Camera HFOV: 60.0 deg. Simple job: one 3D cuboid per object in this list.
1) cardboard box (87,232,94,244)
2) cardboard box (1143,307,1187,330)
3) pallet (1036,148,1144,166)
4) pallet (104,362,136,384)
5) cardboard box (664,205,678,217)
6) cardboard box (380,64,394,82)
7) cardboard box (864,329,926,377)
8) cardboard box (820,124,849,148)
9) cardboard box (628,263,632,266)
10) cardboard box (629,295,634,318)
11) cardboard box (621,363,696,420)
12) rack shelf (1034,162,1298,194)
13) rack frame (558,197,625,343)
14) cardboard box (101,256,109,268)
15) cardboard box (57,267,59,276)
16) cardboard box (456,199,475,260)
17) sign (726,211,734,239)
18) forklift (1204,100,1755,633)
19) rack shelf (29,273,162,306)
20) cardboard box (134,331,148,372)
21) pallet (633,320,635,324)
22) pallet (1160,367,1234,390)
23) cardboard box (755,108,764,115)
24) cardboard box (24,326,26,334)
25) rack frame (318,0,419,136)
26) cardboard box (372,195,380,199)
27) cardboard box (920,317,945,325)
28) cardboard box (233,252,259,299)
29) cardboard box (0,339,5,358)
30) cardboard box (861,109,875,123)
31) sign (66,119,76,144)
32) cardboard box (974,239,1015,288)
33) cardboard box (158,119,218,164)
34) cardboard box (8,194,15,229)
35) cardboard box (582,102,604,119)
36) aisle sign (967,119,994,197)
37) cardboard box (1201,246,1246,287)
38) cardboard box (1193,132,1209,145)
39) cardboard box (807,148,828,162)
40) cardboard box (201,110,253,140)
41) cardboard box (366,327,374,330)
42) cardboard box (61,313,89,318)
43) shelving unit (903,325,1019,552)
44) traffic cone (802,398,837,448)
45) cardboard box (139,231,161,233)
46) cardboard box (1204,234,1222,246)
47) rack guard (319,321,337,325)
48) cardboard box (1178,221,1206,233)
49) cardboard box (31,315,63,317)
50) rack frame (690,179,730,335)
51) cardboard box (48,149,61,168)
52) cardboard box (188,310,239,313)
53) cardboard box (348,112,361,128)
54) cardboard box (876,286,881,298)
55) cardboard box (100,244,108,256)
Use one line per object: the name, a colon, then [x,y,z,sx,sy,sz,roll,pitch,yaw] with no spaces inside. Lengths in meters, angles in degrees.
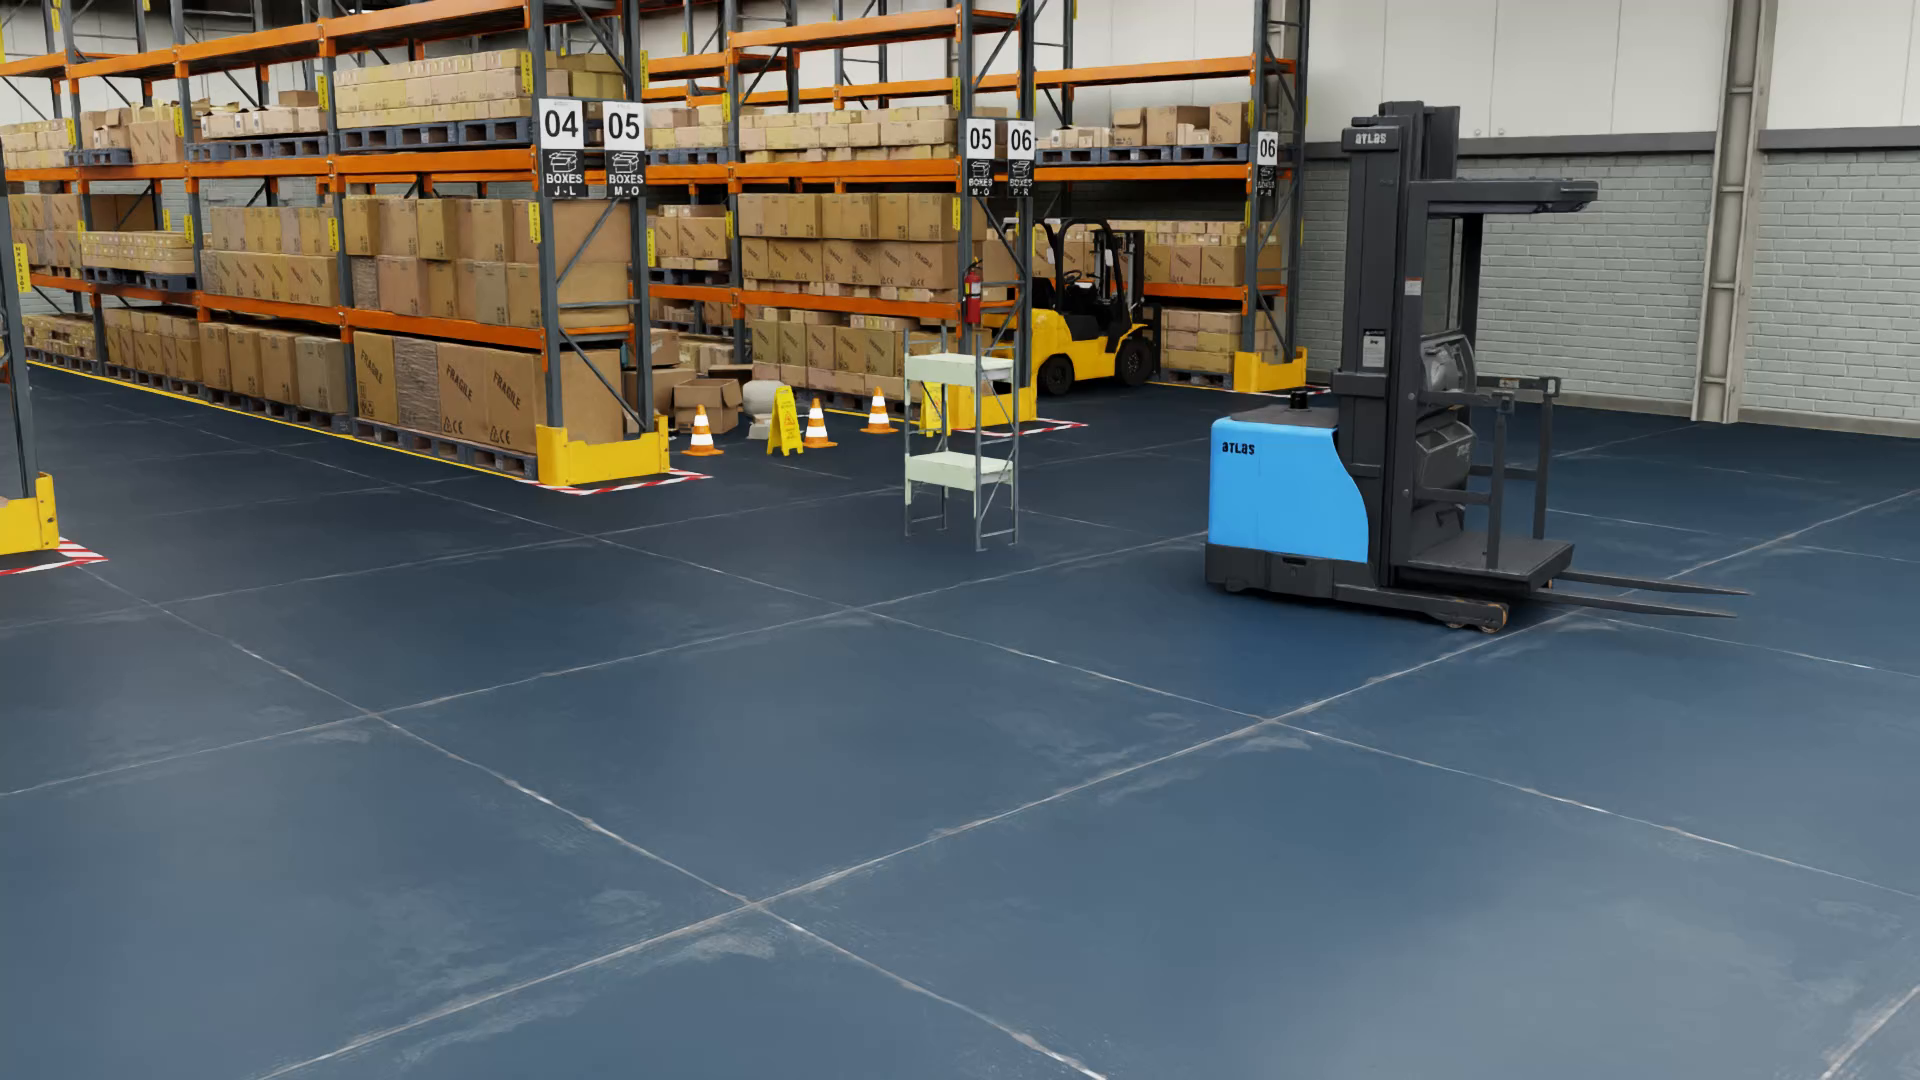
cardboard box: [-11.280,-3.992,21.959,0.380,0.149,0.250,-10,16,-41]
cardboard box: [2.712,-2.943,22.057,0.500,0.250,0.500,-11,16,-42]
pallet: [1.814,-5.313,23.052,1.003,0.211,1.213,-11,16,-43]
pallet: [-10.878,-2.300,22.551,1.003,0.211,1.213,-11,16,-43]
cardboard box: [-3.555,-4.205,21.257,0.250,0.149,0.380,11,16,43]
cardboard box: [-5.181,-4.354,15.534,0.380,0.149,0.250,-11,16,-42]
cardboard box: [-0.724,-2.115,18.657,0.500,0.500,0.500,-10,15,-40]
cardboard box: [-1.226,-4.533,18.679,0.500,0.250,0.500,-11,16,-42]
cardboard box: [-4.329,-3.749,22.258,0.380,0.149,0.250,-10,15,-39]
cardboard box: [-5.872,-4.417,31.072,0.500,0.500,0.500,-11,16,-42]
cardboard box: [-3.315,-1.615,18.166,0.797,0.637,0.503,-11,16,-43]
rack shelf: [2.587,-4.833,22.286,1.077,0.370,4.000,-11,16,-43]
rack frame: [-5.144,-3.900,23.406,1.000,3.000,0.127,-11,16,-43]
cardboard box: [-10.939,-3.627,21.662,0.380,0.149,0.250,-11,16,-42]
cardboard box: [-12.688,-3.856,23.816,0.380,0.149,0.250,-11,16,-43]
cardboard box: [-4.093,-2.858,15.300,0.875,0.550,0.550,-11,16,-43]
sign: [-2.780,-3.805,20.078,0.100,0.325,0.005,-11,16,-43]
forklift: [3.037,-1.034,9.667,3.031,2.935,1.130,8,14,32]
rack shelf: [-12.798,-3.718,24.309,1.077,0.370,4.000,-11,16,-43]
cardboard box: [-10.360,-2.464,21.591,0.500,0.500,0.500,-11,16,-42]
pallet: [-6.477,-4.266,32.097,1.003,0.211,1.213,-11,16,-43]
pallet: [3.410,-2.164,21.894,1.003,0.211,1.213,-11,16,-43]
cardboard box: [-2.847,-5.375,21.224,0.500,0.250,0.500,-11,16,-44]
cardboard box: [-14.003,-3.206,25.324,0.380,0.149,0.250,-10,15,-40]
rack frame: [-5.892,-5.550,16.548,1.000,3.000,0.127,-11,16,-43]
cardboard box: [-9.367,-5.570,27.178,0.380,0.149,0.250,-11,16,-43]
cardboard box: [-0.213,-3.349,25.578,0.625,0.625,0.875,11,16,43]
cardboard box: [-7.838,-2.994,18.760,0.500,0.500,0.500,-11,16,-43]
cardboard box: [-6.811,-1.303,11.425,0.380,0.149,0.250,-11,16,-43]
cardboard box: [-0.869,-4.677,18.394,0.250,0.149,0.380,11,16,44]
sign: [-11.804,-5.425,22.093,0.100,0.325,0.005,-11,16,-43]
cardboard box: [0.254,-3.035,18.222,0.500,0.500,0.500,-11,16,-43]
cardboard box: [-9.232,-4.761,19.906,0.500,0.500,0.500,-11,16,-43]
cardboard box: [-14.061,-4.945,25.015,0.500,0.500,0.500,-11,16,-43]
cardboard box: [-3.134,-3.723,14.449,0.380,0.149,0.250,-11,16,-42]
aisle sign: [0.214,-3.956,17.237,0.394,0.787,0.004,-11,16,-43]
cardboard box: [3.439,-3.509,21.260,0.500,0.500,0.500,-11,16,-44]
cardboard box: [3.177,-5.104,21.151,0.250,0.149,0.380,11,16,44]
cardboard box: [-1.517,-4.382,18.936,0.380,0.149,0.250,-11,16,-44]
cardboard box: [-8.313,-4.739,18.979,0.500,0.311,0.500,-11,16,-42]
cardboard box: [-9.502,-3.803,28.247,0.875,0.438,0.875,-10,16,-41]
cardboard box: [-13.498,-3.377,25.418,0.380,0.149,0.250,-10,16,-41]
shelving unit: [0.005,-0.734,11.755,0.431,1.500,0.755,-11,16,-43]
traffic cone: [-1.417,-1.168,16.436,0.336,0.463,0.334,-11,16,-43]
cardboard box: [-10.812,-4.082,22.401,0.250,0.149,0.380,11,16,43]
cardboard box: [3.328,-3.836,21.241,0.380,0.149,0.250,-11,16,-42]
rack guard: [-10.685,-3.846,29.342,1.175,0.500,0.348,-11,16,-43]
cardboard box: [3.057,-4.072,21.652,0.380,0.149,0.250,-11,16,-42]
cardboard box: [-13.785,-3.316,25.124,0.380,0.149,0.250,-11,16,-42]
rack frame: [-4.319,-5.176,29.600,1.000,3.000,0.127,-11,16,-43]
cardboard box: [-12.287,-5.283,23.059,0.500,0.250,0.500,-11,16,-43]
cardboard box: [-9.638,-2.826,21.491,0.500,0.250,0.500,-11,16,-42]
cardboard box: [-5.706,-4.074,16.153,0.380,0.149,0.250,-11,16,-42]
cardboard box: [-0.724,-2.786,18.624,0.380,0.149,0.250,-11,16,-42]
cardboard box: [-10.938,-3.773,21.634,0.250,0.149,0.380,11,16,43]
